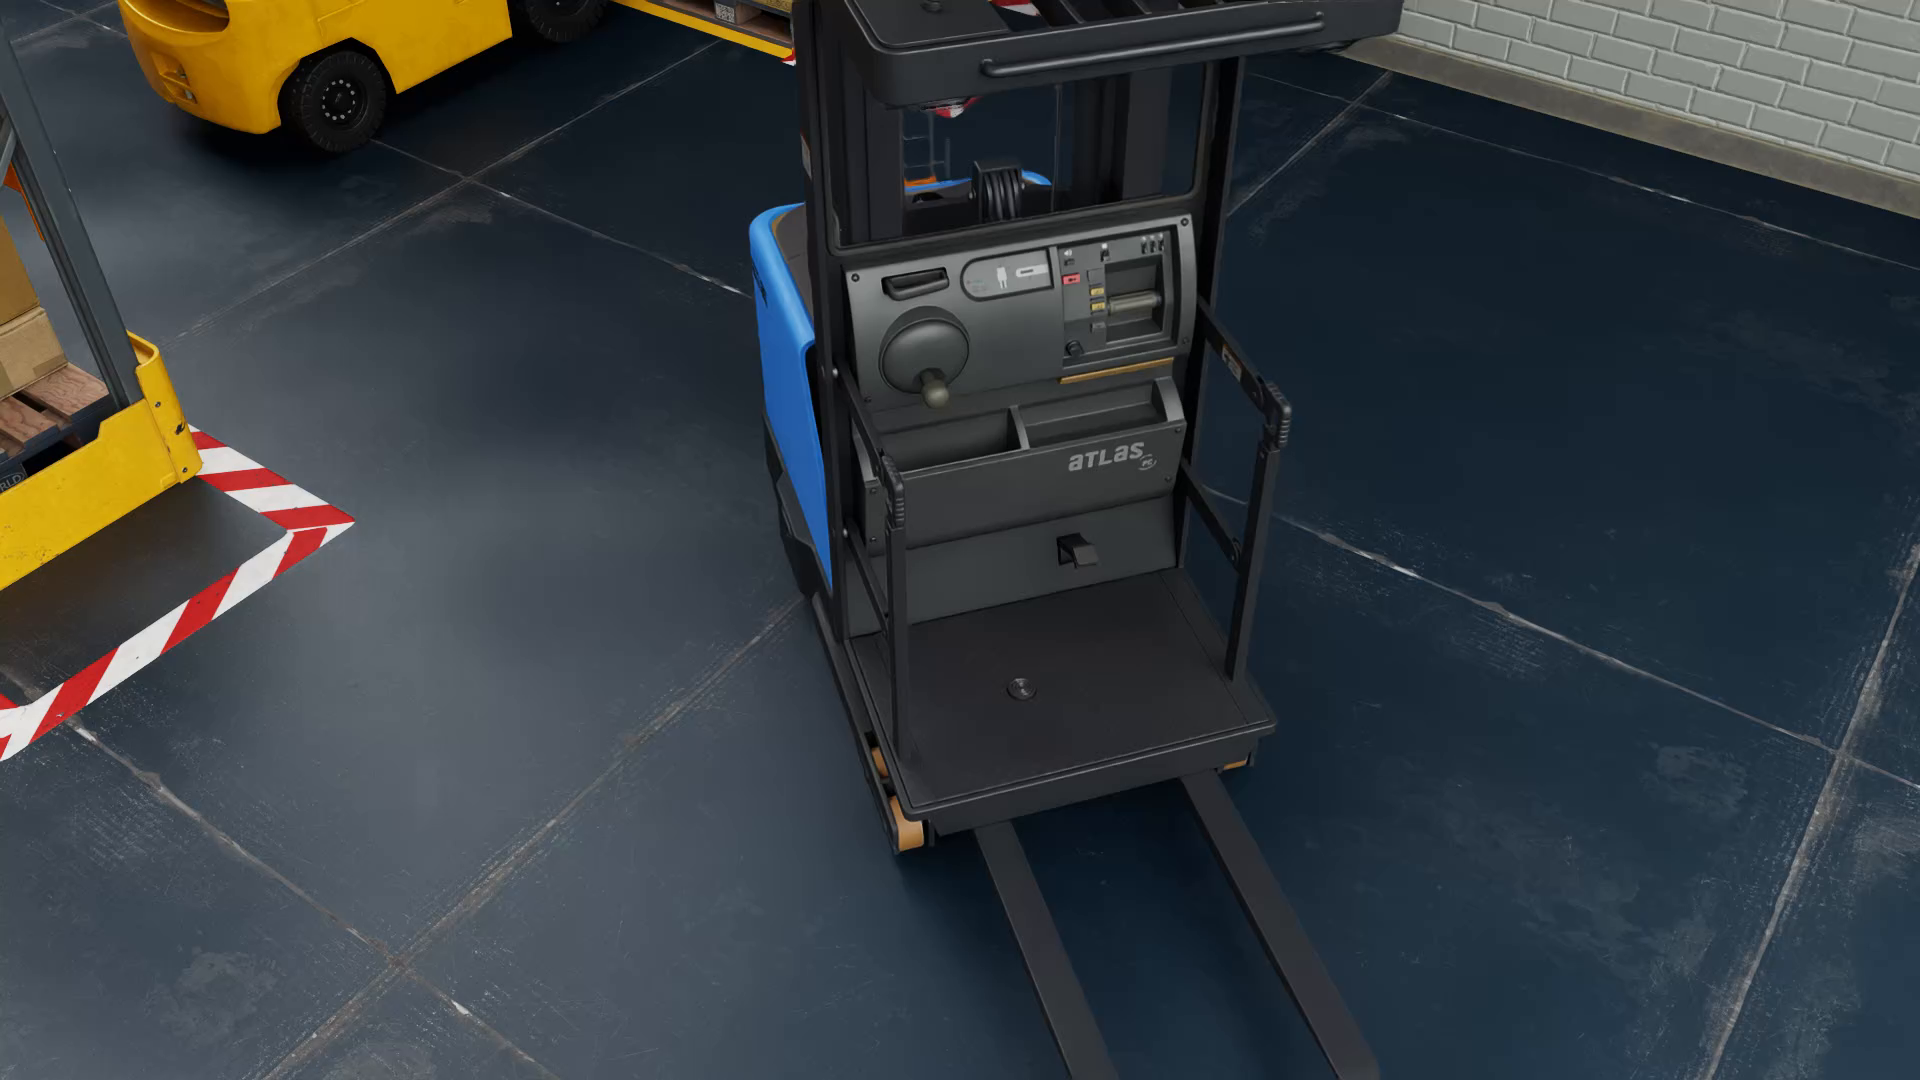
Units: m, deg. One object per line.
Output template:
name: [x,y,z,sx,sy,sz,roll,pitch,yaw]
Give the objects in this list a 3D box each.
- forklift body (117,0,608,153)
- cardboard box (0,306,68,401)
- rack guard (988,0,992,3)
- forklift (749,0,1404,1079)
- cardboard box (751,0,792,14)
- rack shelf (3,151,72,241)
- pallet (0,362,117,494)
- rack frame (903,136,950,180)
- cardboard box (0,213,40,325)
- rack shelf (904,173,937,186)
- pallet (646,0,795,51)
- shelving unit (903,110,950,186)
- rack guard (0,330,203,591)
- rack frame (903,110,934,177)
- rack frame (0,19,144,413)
forklift body: [-2.896,-3.233,7.750,1.214,2.155,2.313,25,48,25]
cardboard box: [-3.645,-0.699,6.029,0.500,0.250,0.500,25,47,25]
rack guard: [-0.277,-2.878,8.592,0.348,0.500,1.175,25,48,25]
forklift: [0.234,-0.509,4.120,1.130,2.935,3.031,-12,43,-13]
cardboard box: [-0.862,-2.958,8.554,0.500,0.250,0.500,25,48,26]
rack shelf: [-4.781,-1.605,5.834,4.000,0.370,1.077,25,48,25]
pallet: [-3.850,-0.428,6.070,1.213,0.211,1.003,25,48,25]
rack frame: [-0.150,-0.846,5.796,0.240,1.200,0.006,-12,43,-13]
cardboard box: [-3.665,-0.988,5.789,0.500,0.500,0.500,24,47,24]
rack shelf: [-0.177,-1.139,5.650,0.258,0.103,0.180,-12,43,-13]
pallet: [-0.946,-3.050,9.000,1.213,0.211,1.003,25,48,25]
shelving unit: [-0.177,-0.904,5.861,0.258,1.200,0.189,-12,43,-13]
rack guard: [-3.205,-0.205,5.604,0.348,0.500,1.175,25,48,25]
rack frame: [-0.204,-0.962,5.926,0.240,1.200,0.006,-12,43,-13]
rack frame: [-3.143,-1.108,4.738,0.127,3.000,1.000,25,48,25]
